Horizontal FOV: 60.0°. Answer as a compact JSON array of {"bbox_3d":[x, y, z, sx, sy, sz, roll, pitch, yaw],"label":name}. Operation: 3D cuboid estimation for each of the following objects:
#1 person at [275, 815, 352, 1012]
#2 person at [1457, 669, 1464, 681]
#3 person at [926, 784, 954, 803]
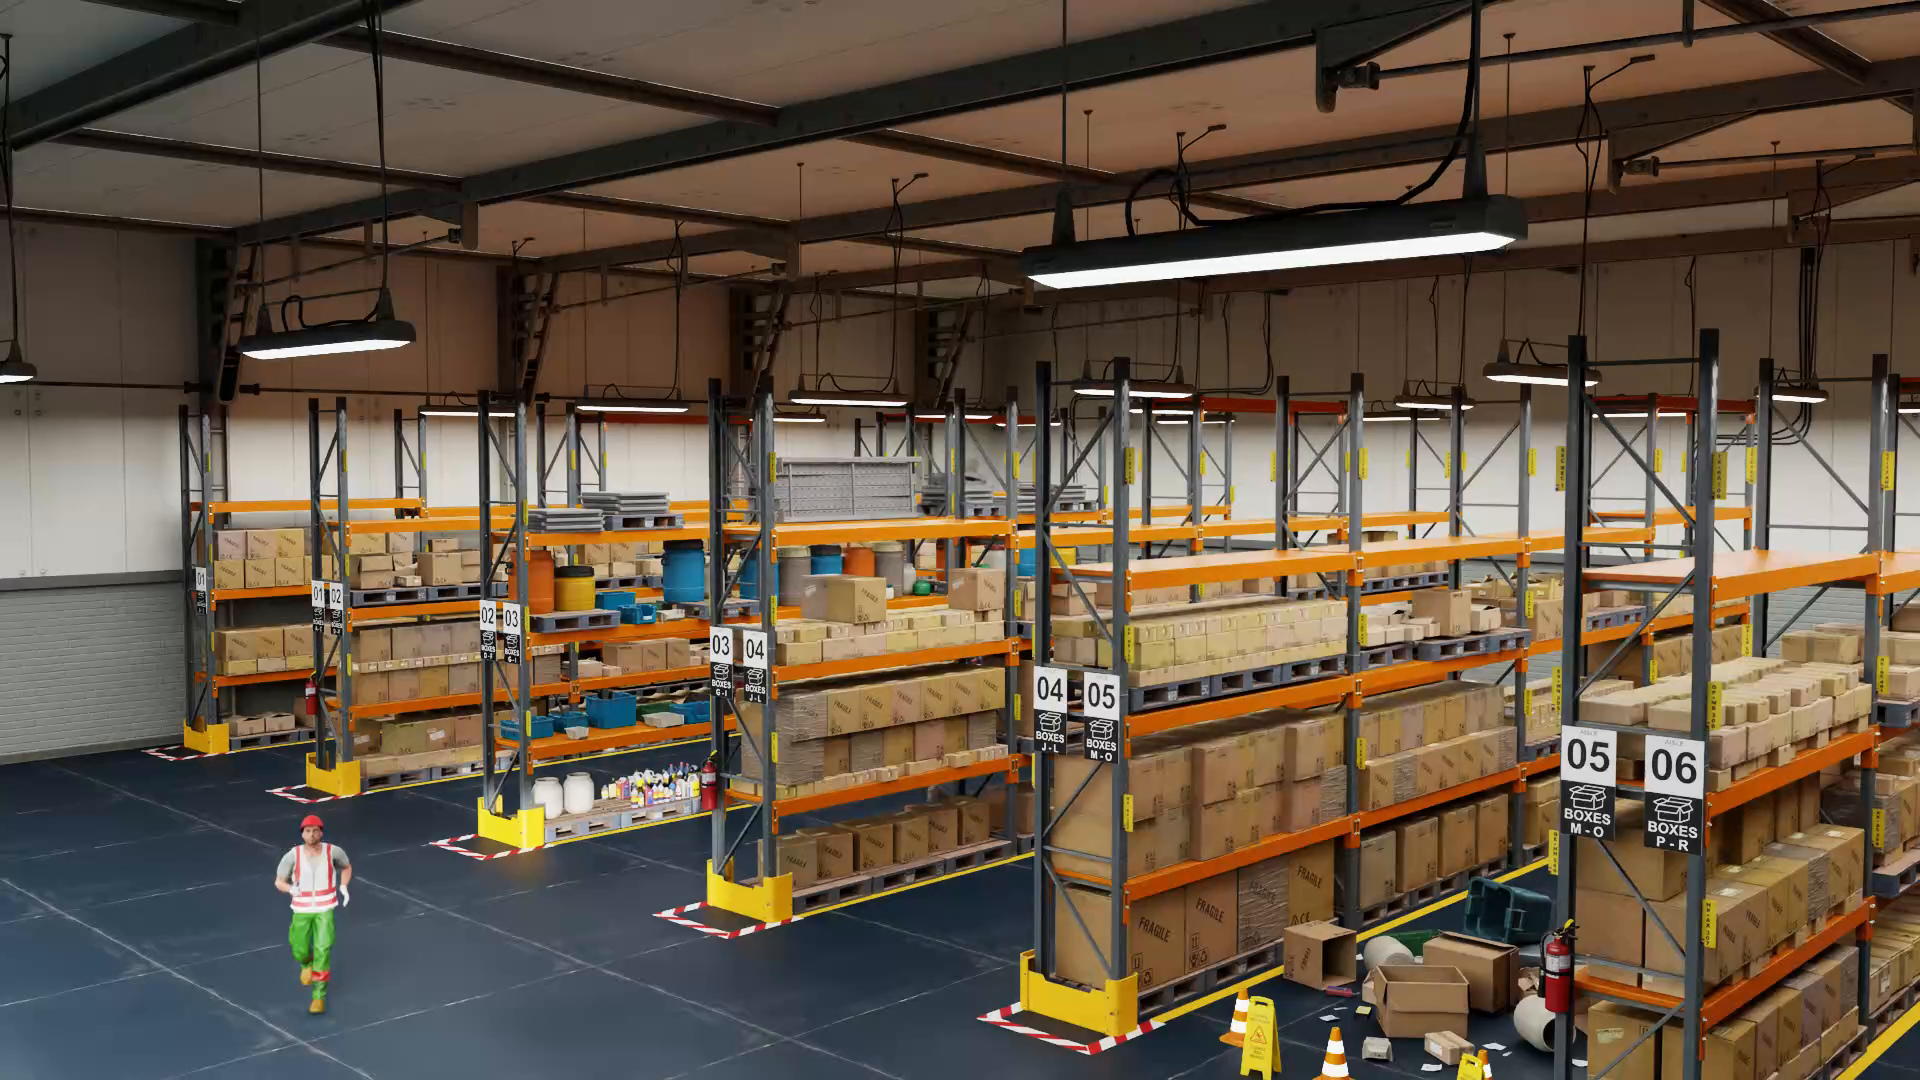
[{"bbox_3d":[-6.050,3.457,15.577,0.669,1.764,0.908,-1,3,-19],"label":"person"},{"bbox_3d":[8.116,2.875,27.239,0.578,1.696,0.940,2,4,38],"label":"person"},{"bbox_3d":[-0.343,3.047,22.930,0.659,1.766,0.975,2,4,38],"label":"person"}]
